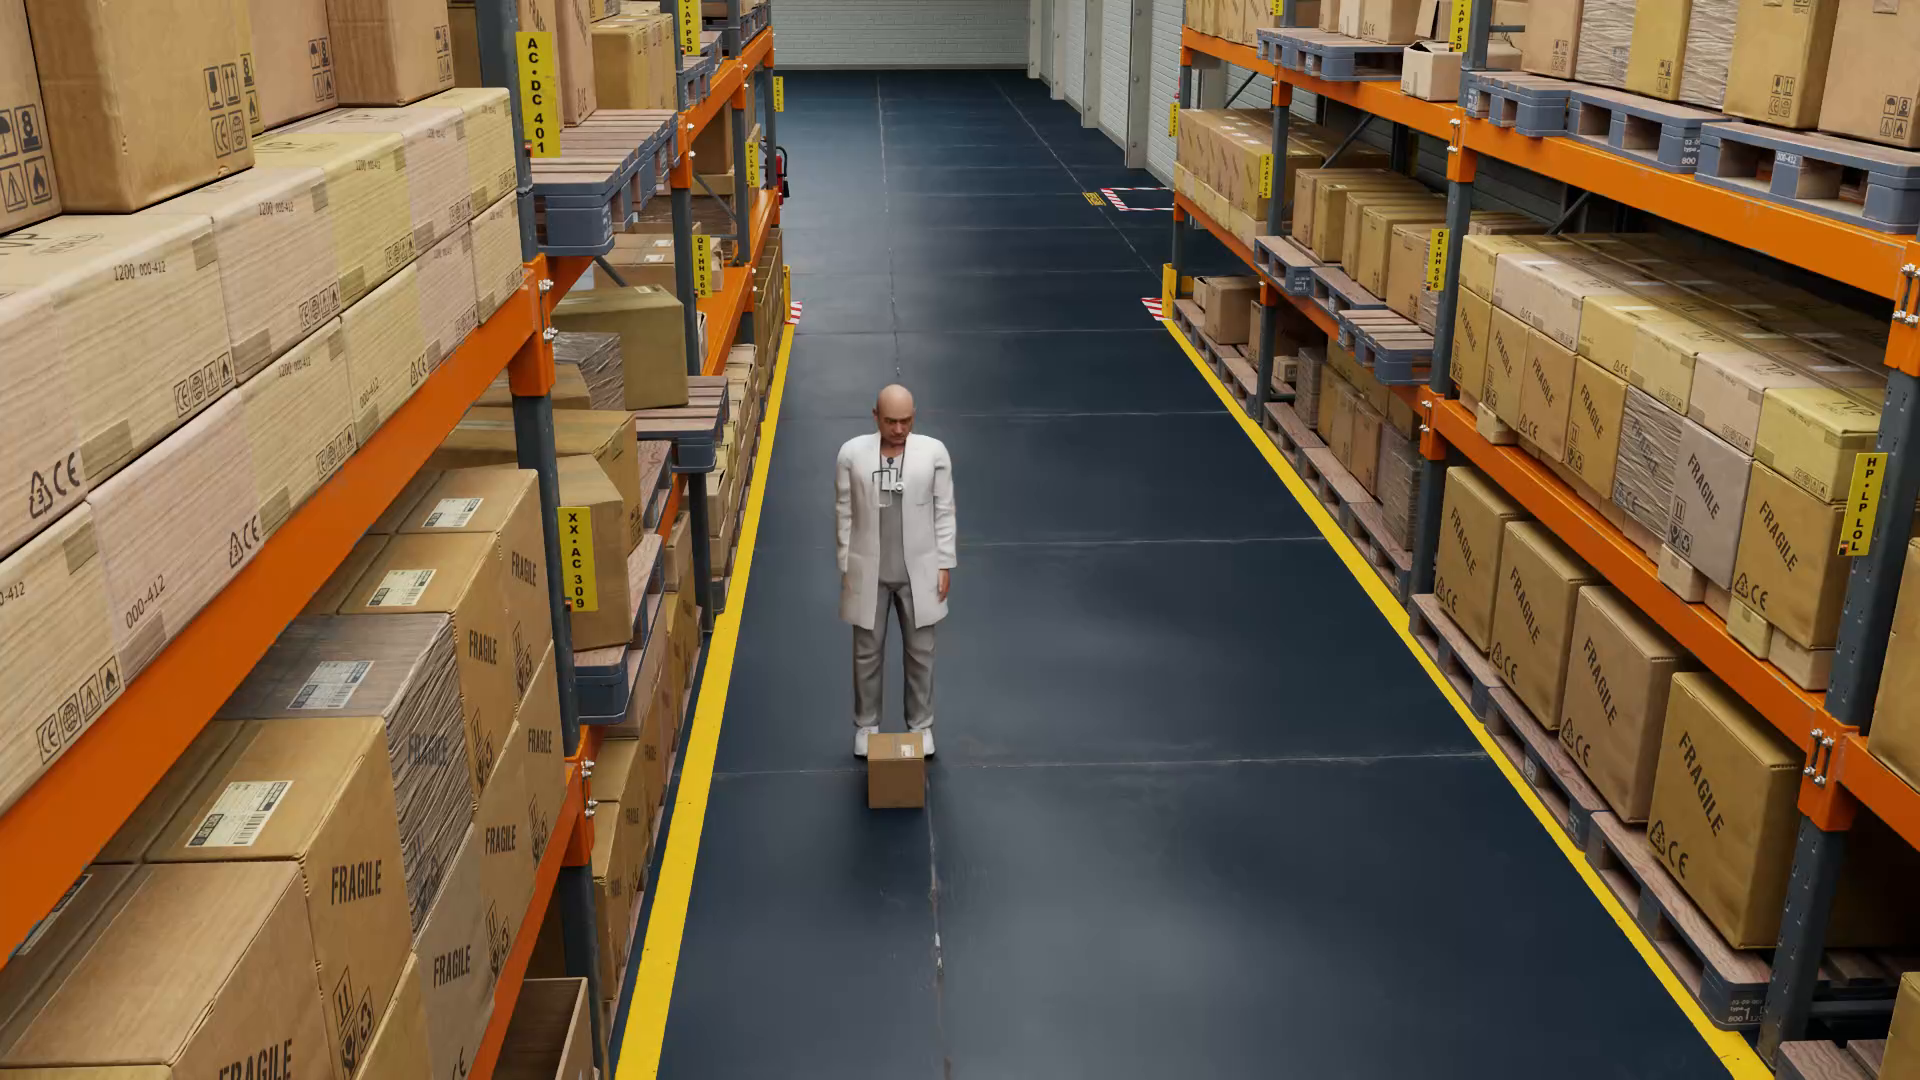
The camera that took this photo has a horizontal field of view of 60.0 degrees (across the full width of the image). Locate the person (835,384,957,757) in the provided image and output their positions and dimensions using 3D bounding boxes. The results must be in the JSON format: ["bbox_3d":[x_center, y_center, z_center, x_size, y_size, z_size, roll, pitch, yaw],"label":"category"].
[{"bbox_3d":[-0.294,0.148,7.704,0.562,1.774,0.385,-1,20,-2],"label":"person"}]
